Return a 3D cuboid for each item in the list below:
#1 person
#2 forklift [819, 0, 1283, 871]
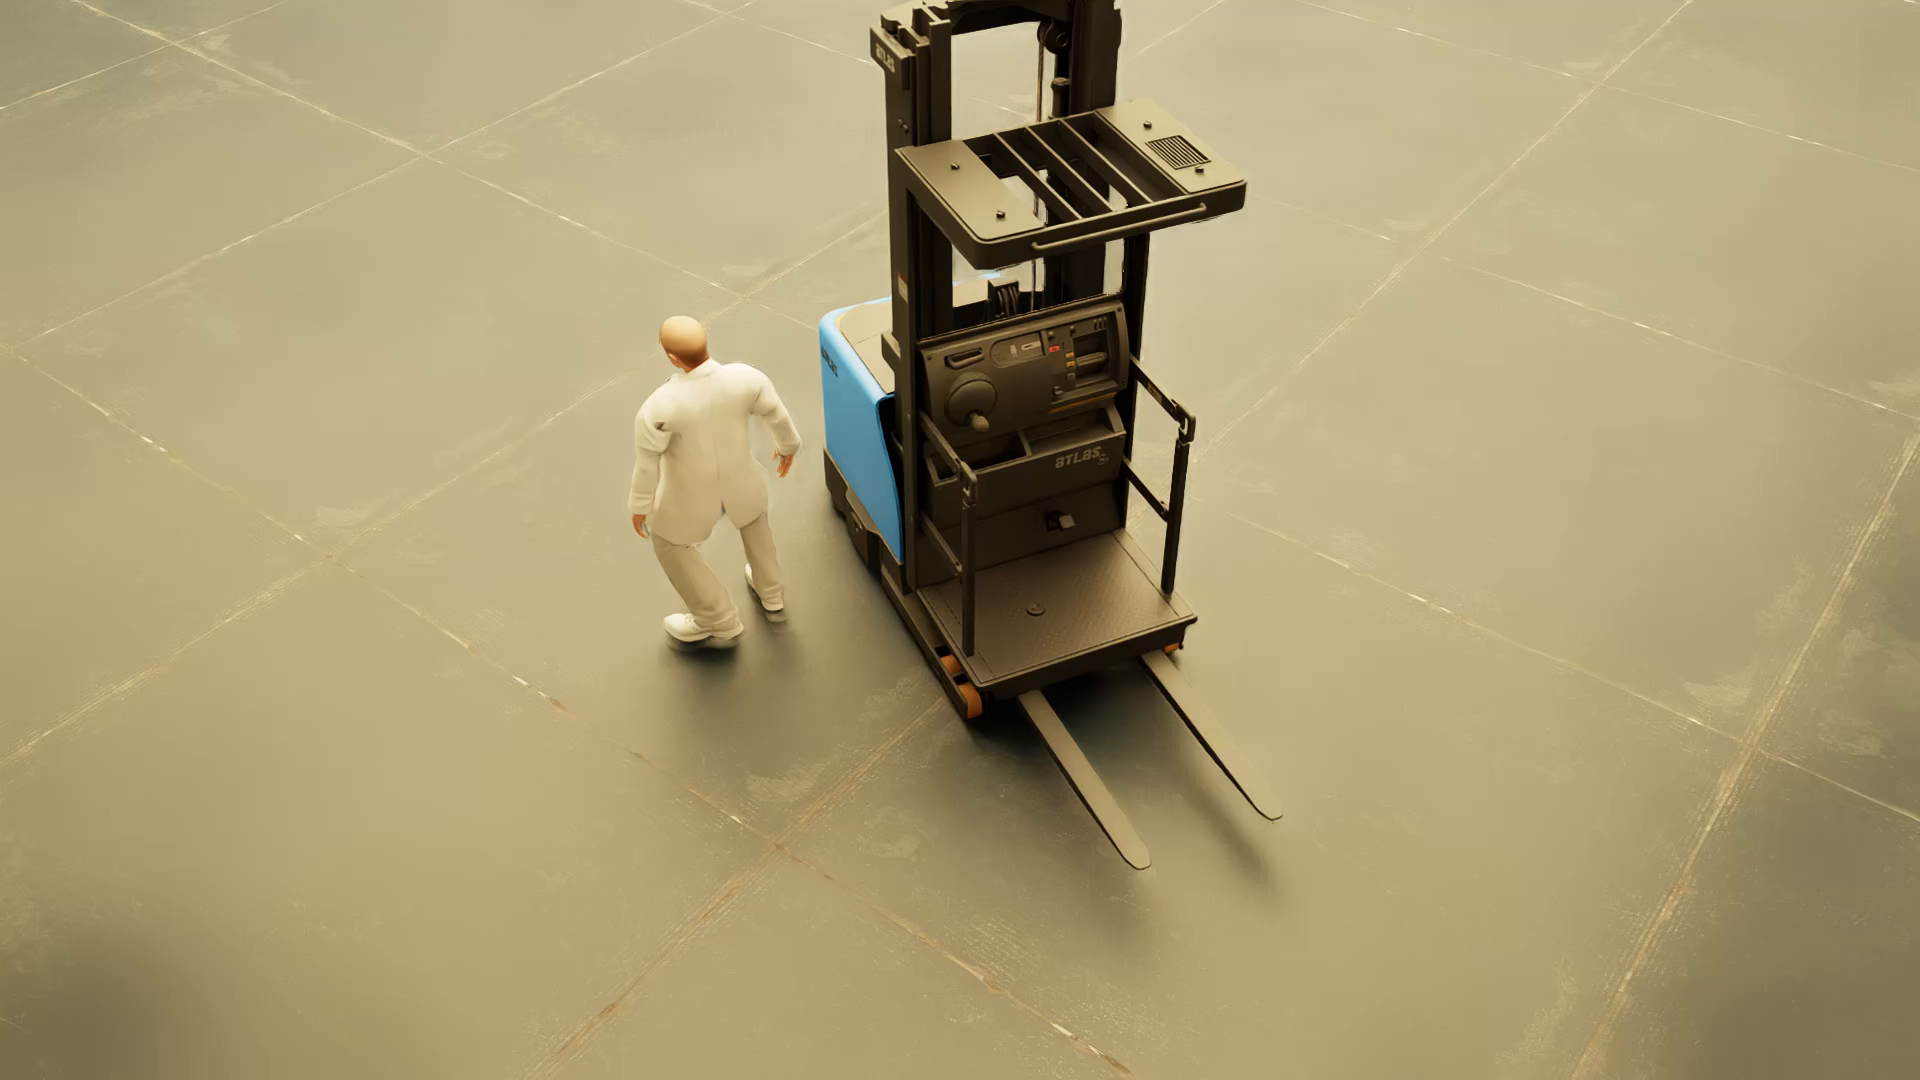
[{"bbox_3d":[-1.100,-0.311,7.386,0.841,1.719,0.504,-19,44,-21],"label":"person"},{"bbox_3d":[0.375,-0.642,6.827,1.130,2.935,3.031,-16,43,-18],"label":"forklift"}]
